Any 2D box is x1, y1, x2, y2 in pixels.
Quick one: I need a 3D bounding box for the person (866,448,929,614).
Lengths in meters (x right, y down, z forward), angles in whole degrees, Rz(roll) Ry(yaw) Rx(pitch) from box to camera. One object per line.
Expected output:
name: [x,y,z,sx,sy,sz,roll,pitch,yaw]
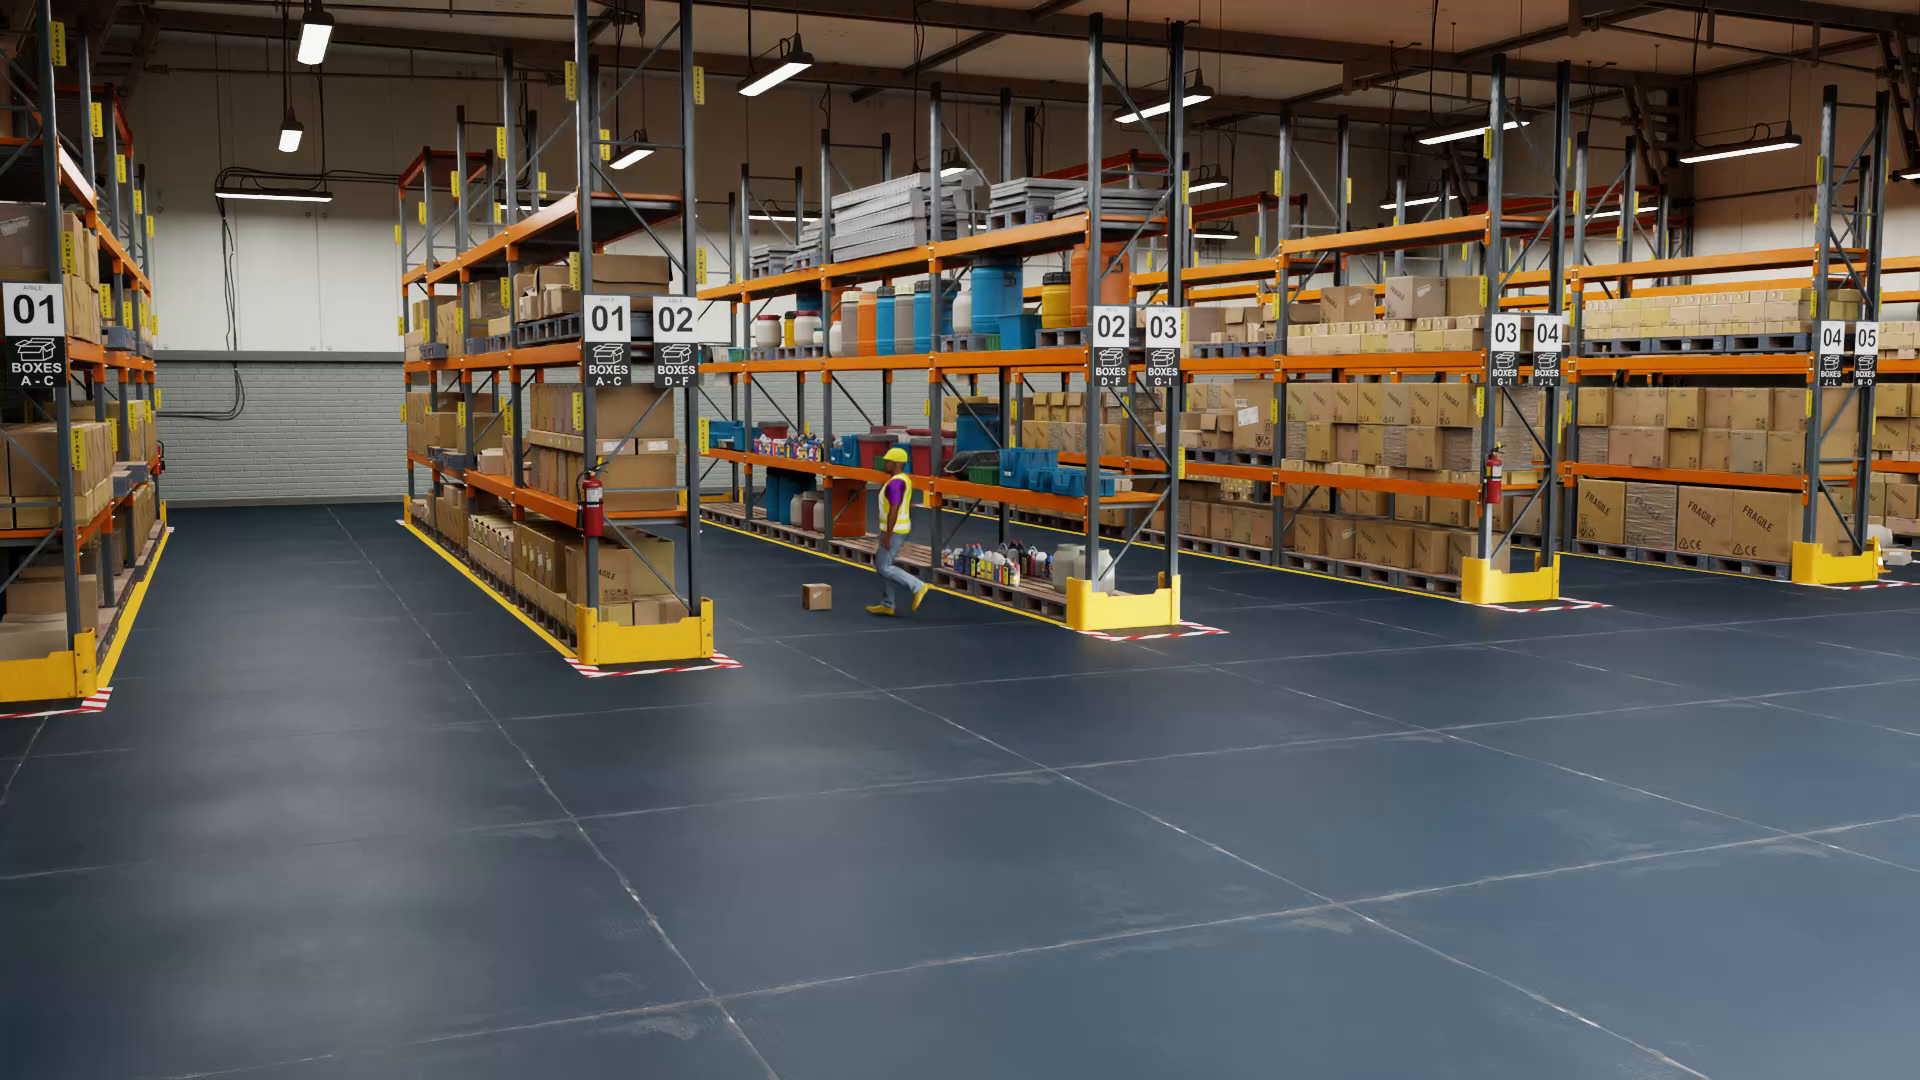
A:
person: [-0.661,-0.088,17.457,0.689,1.754,0.583,1,5,5]
